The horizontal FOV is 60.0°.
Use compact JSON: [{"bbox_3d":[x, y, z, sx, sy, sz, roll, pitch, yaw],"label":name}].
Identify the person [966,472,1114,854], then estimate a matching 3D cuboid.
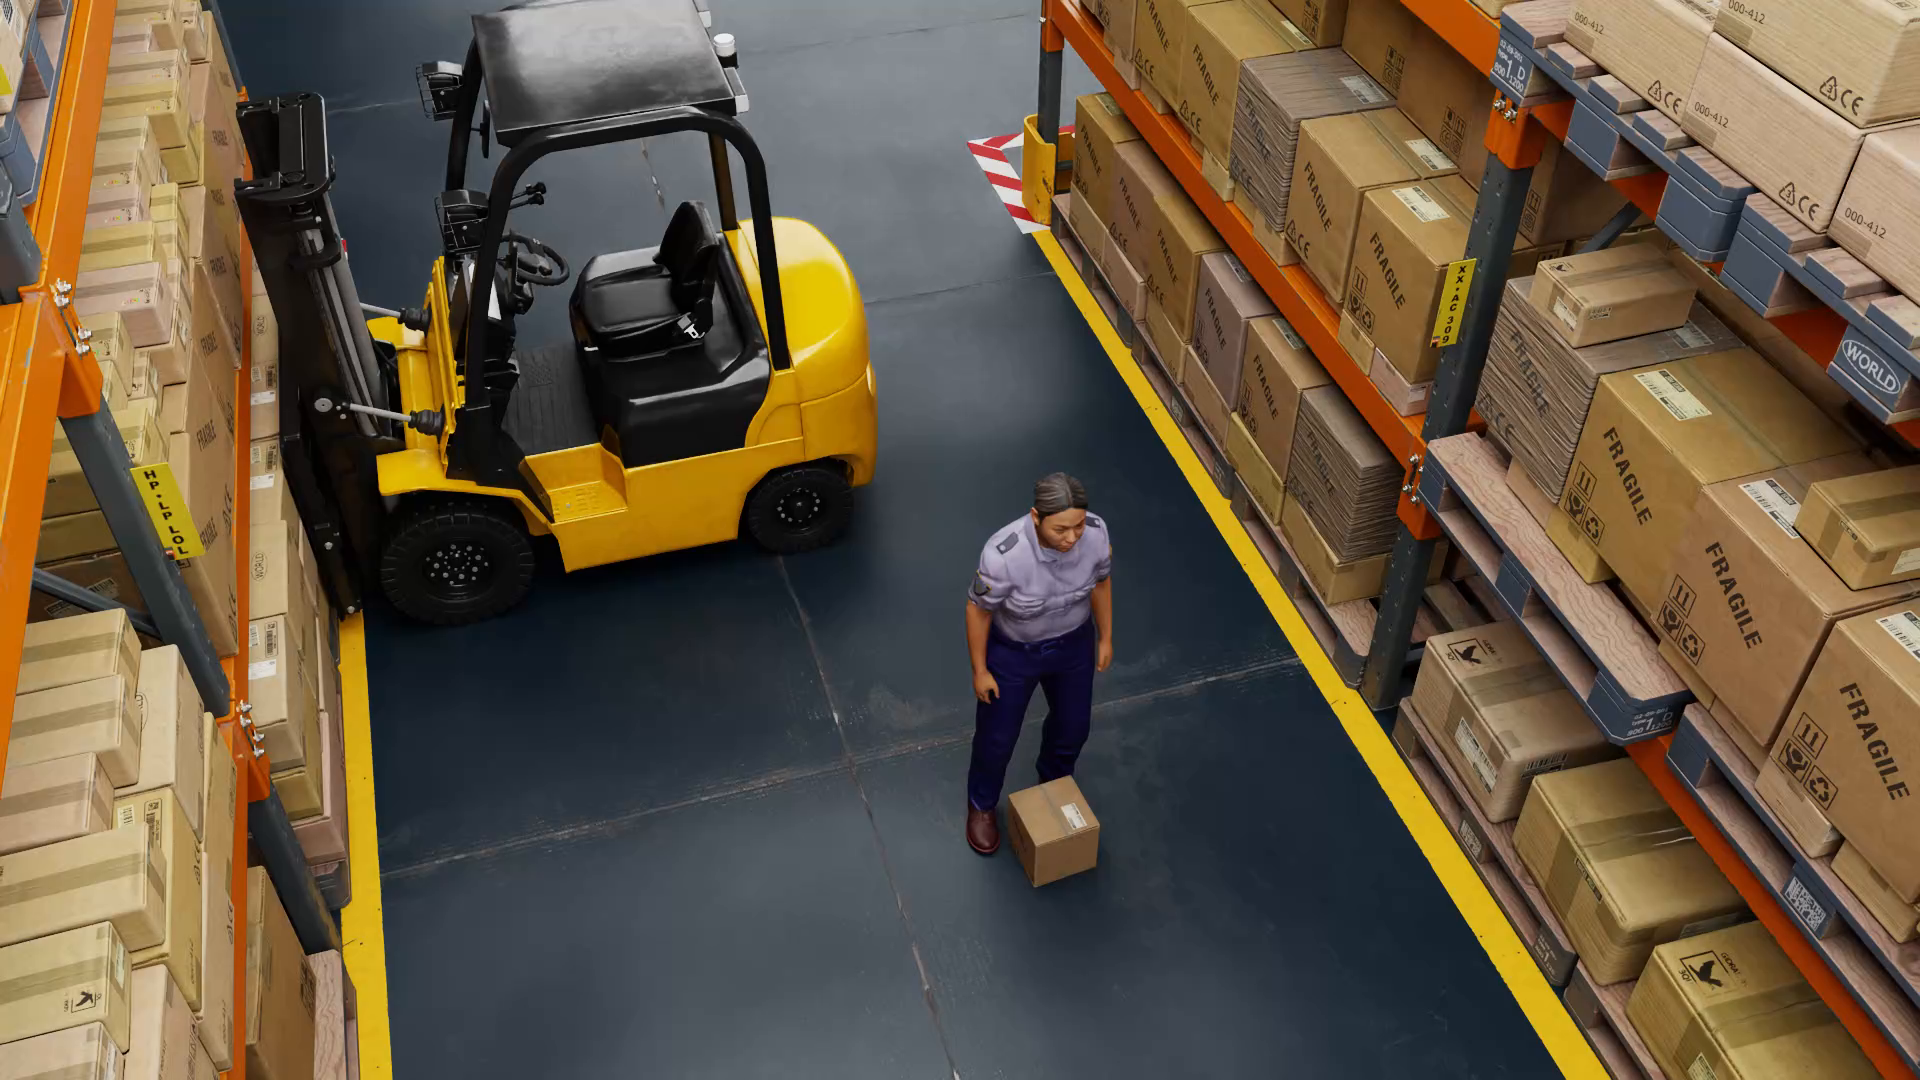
[{"bbox_3d":[0.262,0.389,5.742,0.563,1.653,0.363,-14,44,-15],"label":"person"}]
